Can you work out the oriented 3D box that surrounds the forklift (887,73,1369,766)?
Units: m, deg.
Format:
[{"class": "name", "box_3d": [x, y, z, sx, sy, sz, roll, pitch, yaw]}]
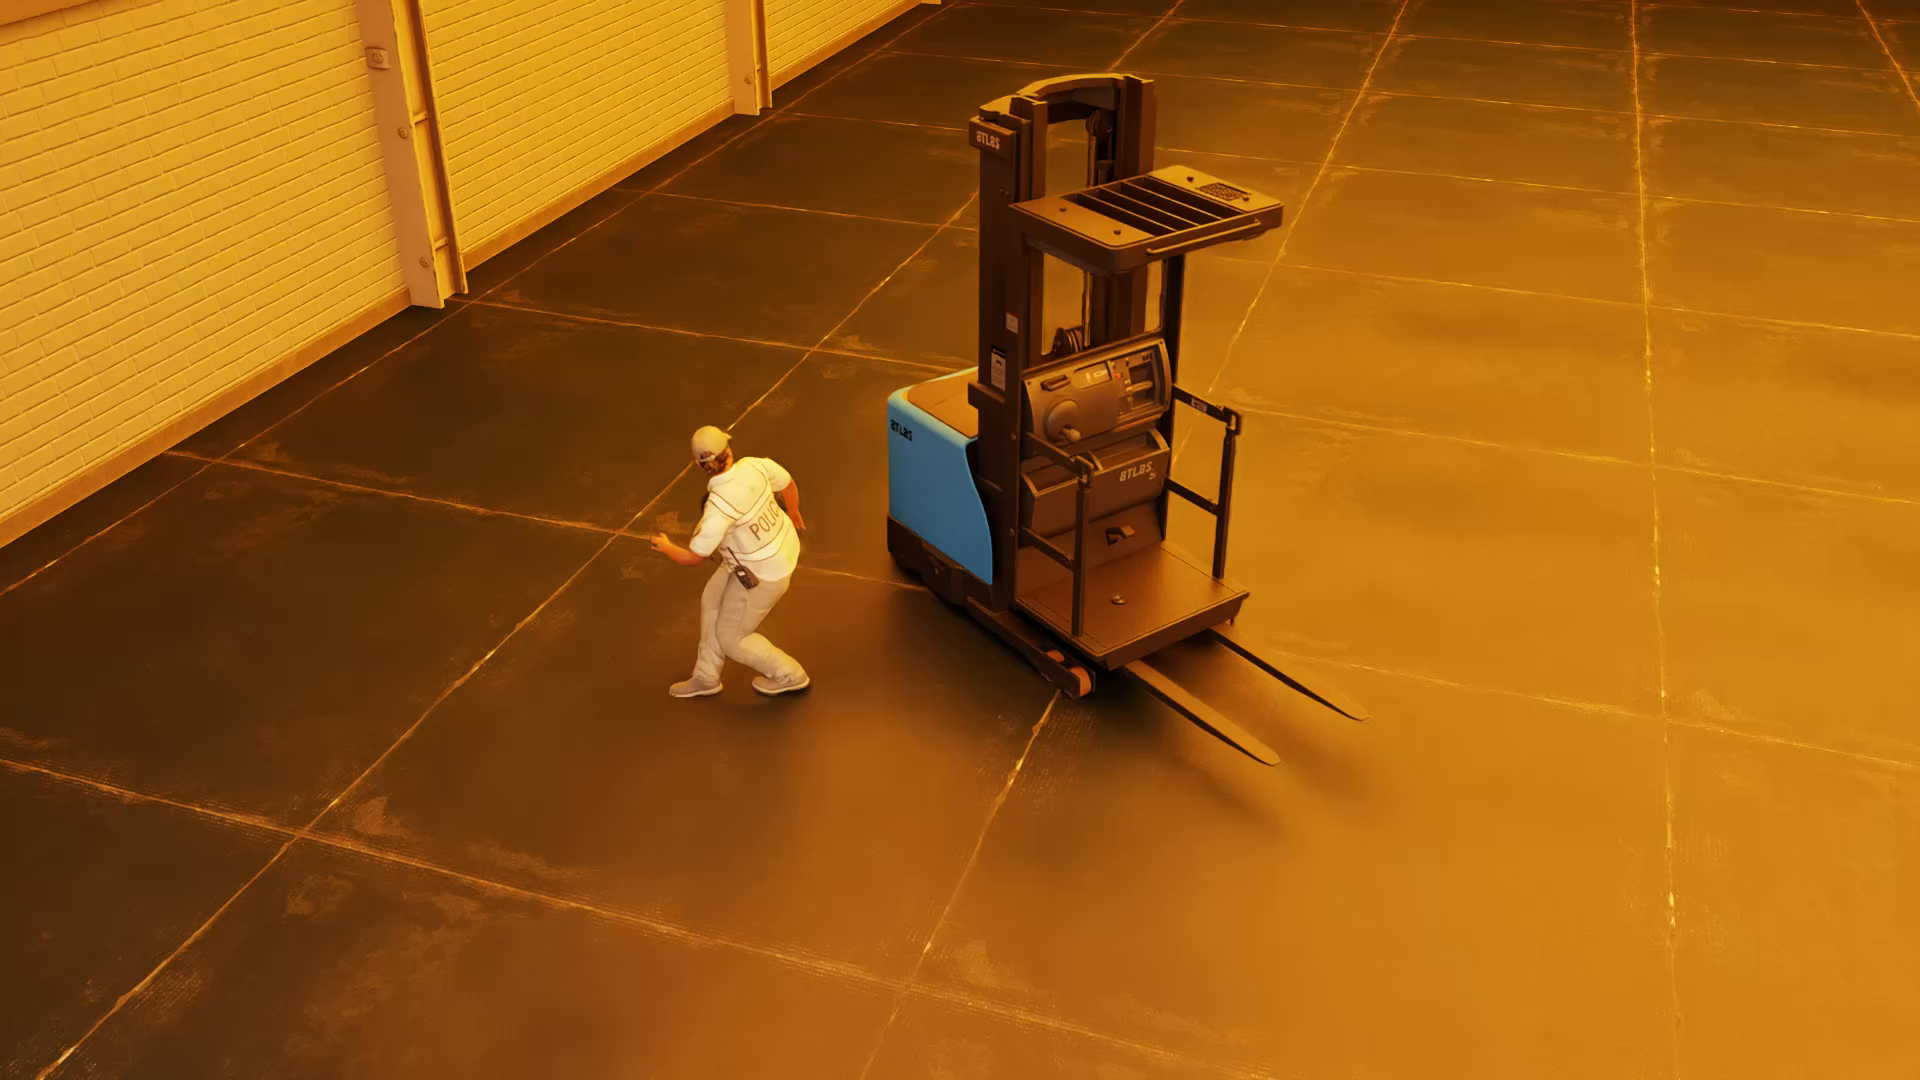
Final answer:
[{"class": "forklift", "box_3d": [0.843, -0.724, 8.407, 1.130, 2.935, 3.031, -20, 35, -31]}]

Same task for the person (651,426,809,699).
[{"class": "person", "box_3d": [-1.165, 0.082, 8.438, 0.772, 1.537, 0.726, 4, 30, 6]}]
